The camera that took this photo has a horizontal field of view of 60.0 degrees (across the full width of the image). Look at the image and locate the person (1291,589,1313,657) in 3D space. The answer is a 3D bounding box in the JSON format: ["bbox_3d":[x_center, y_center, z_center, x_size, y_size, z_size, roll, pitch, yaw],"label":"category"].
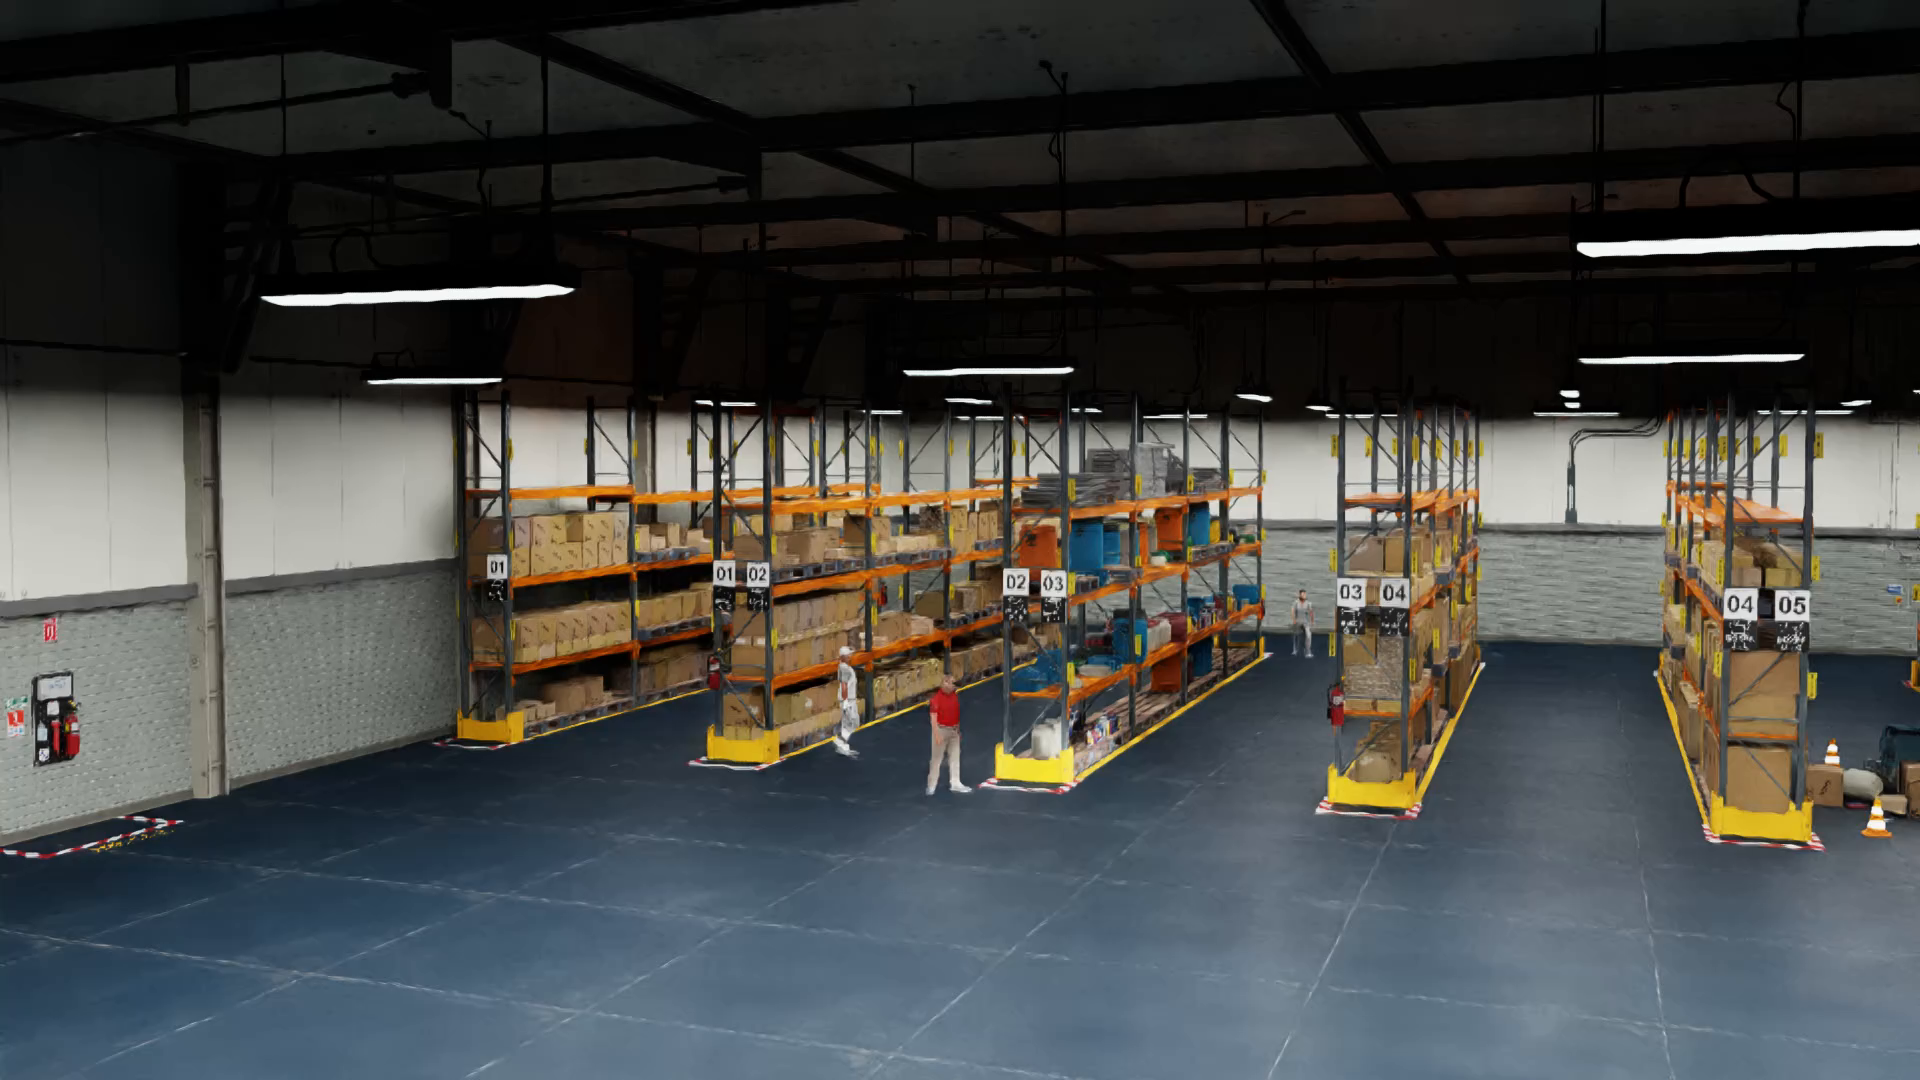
[{"bbox_3d":[8.232,1.982,40.086,0.557,1.621,0.744,0,3,3],"label":"person"}]

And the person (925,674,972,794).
[{"bbox_3d":[-0.211,2.804,24.087,0.656,1.731,0.478,-3,4,-44],"label":"person"}]

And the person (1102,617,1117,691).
[{"bbox_3d":[3.105,2.341,34.410,0.417,1.504,1.036,1,3,23],"label":"person"}]

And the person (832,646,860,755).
[{"bbox_3d":[-1.863,2.617,27.039,0.444,1.786,0.598,0,3,-6],"label":"person"}]
